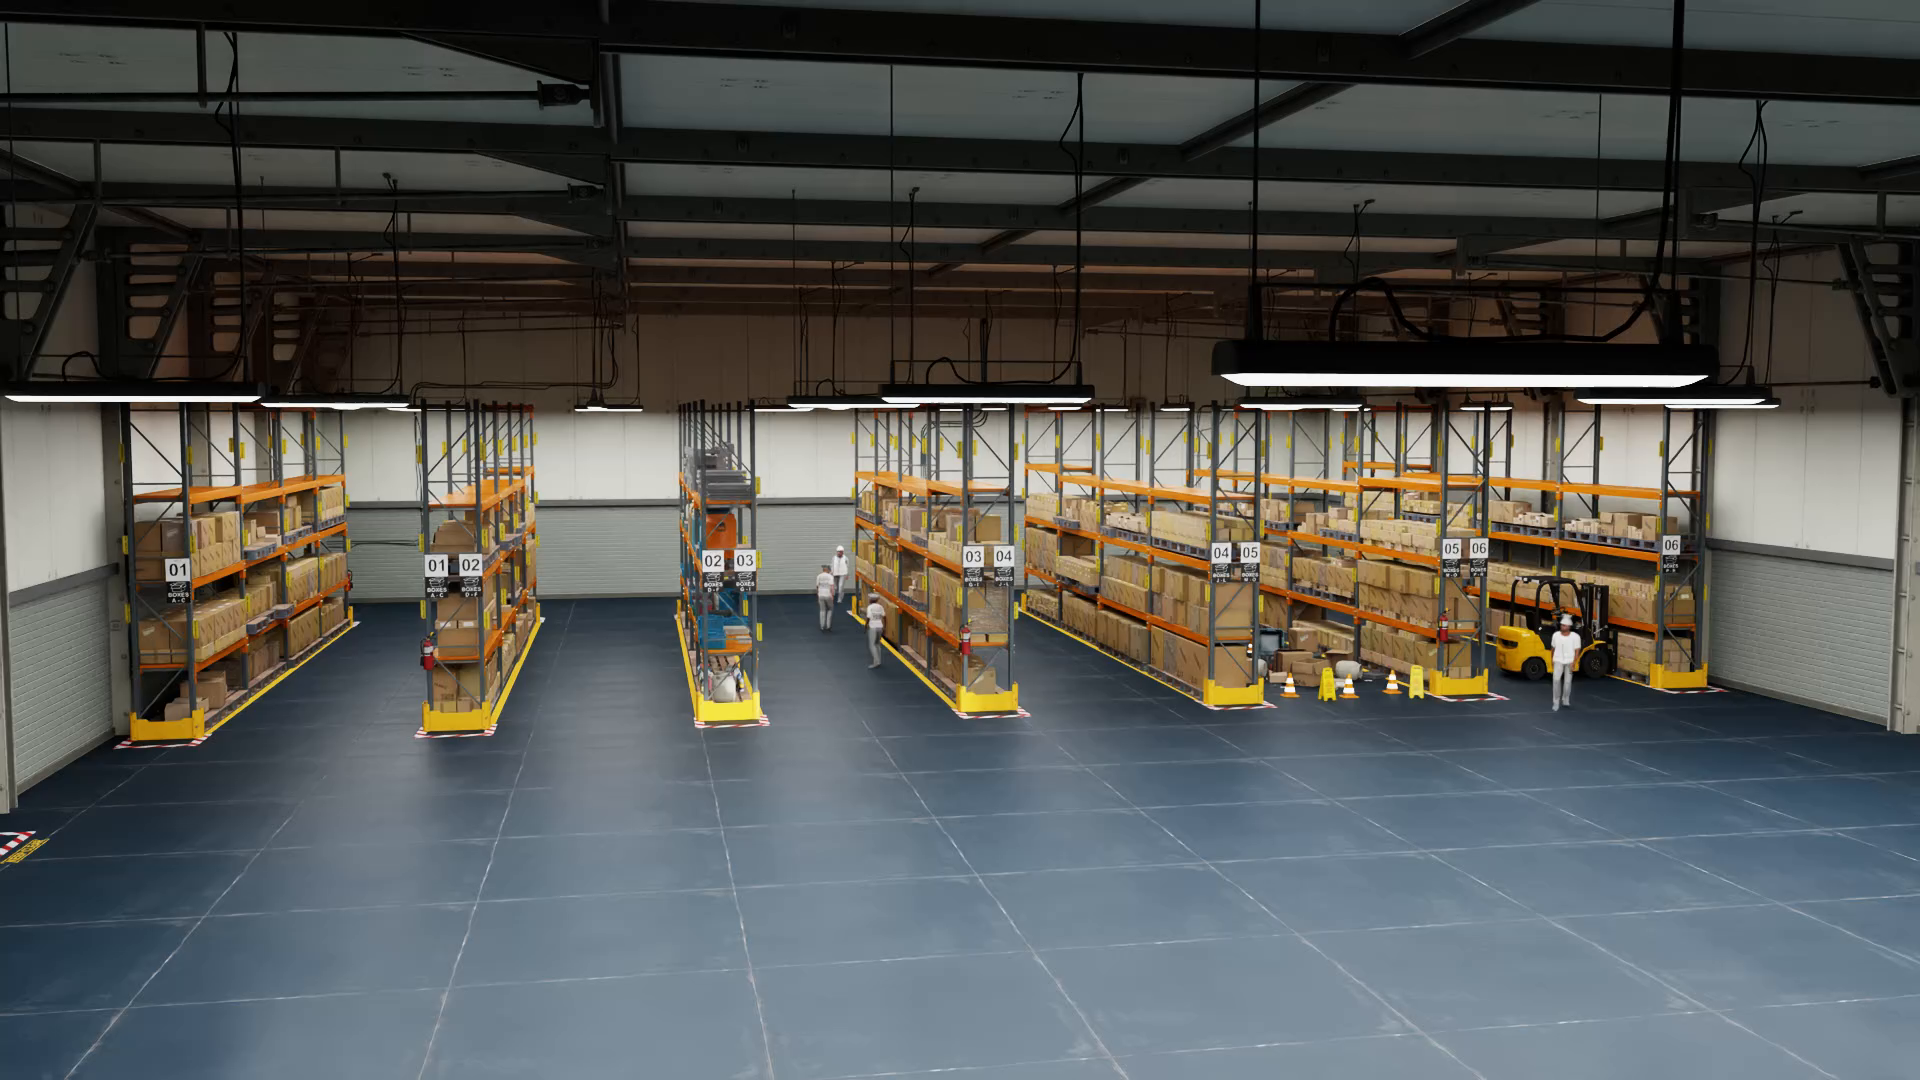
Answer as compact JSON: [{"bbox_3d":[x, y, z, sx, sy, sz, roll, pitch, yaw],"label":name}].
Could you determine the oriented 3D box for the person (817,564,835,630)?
[{"bbox_3d":[-3.565,1.563,44.106,0.567,1.831,0.527,1,4,16],"label":"person"}]

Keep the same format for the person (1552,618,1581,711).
[{"bbox_3d":[11.787,2.420,32.361,0.539,1.812,0.707,2,5,21],"label":"person"}]

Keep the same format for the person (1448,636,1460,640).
[{"bbox_3d":[11.414,2.008,38.355,0.440,1.636,0.888,-2,5,-26],"label":"person"}]

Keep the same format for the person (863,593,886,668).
[{"bbox_3d":[-1.887,2.053,37.735,0.590,1.669,0.592,4,6,44],"label":"person"}]

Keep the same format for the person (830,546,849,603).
[{"bbox_3d":[-3.641,1.036,50.536,0.539,1.729,1.032,1,4,14],"label":"person"}]
